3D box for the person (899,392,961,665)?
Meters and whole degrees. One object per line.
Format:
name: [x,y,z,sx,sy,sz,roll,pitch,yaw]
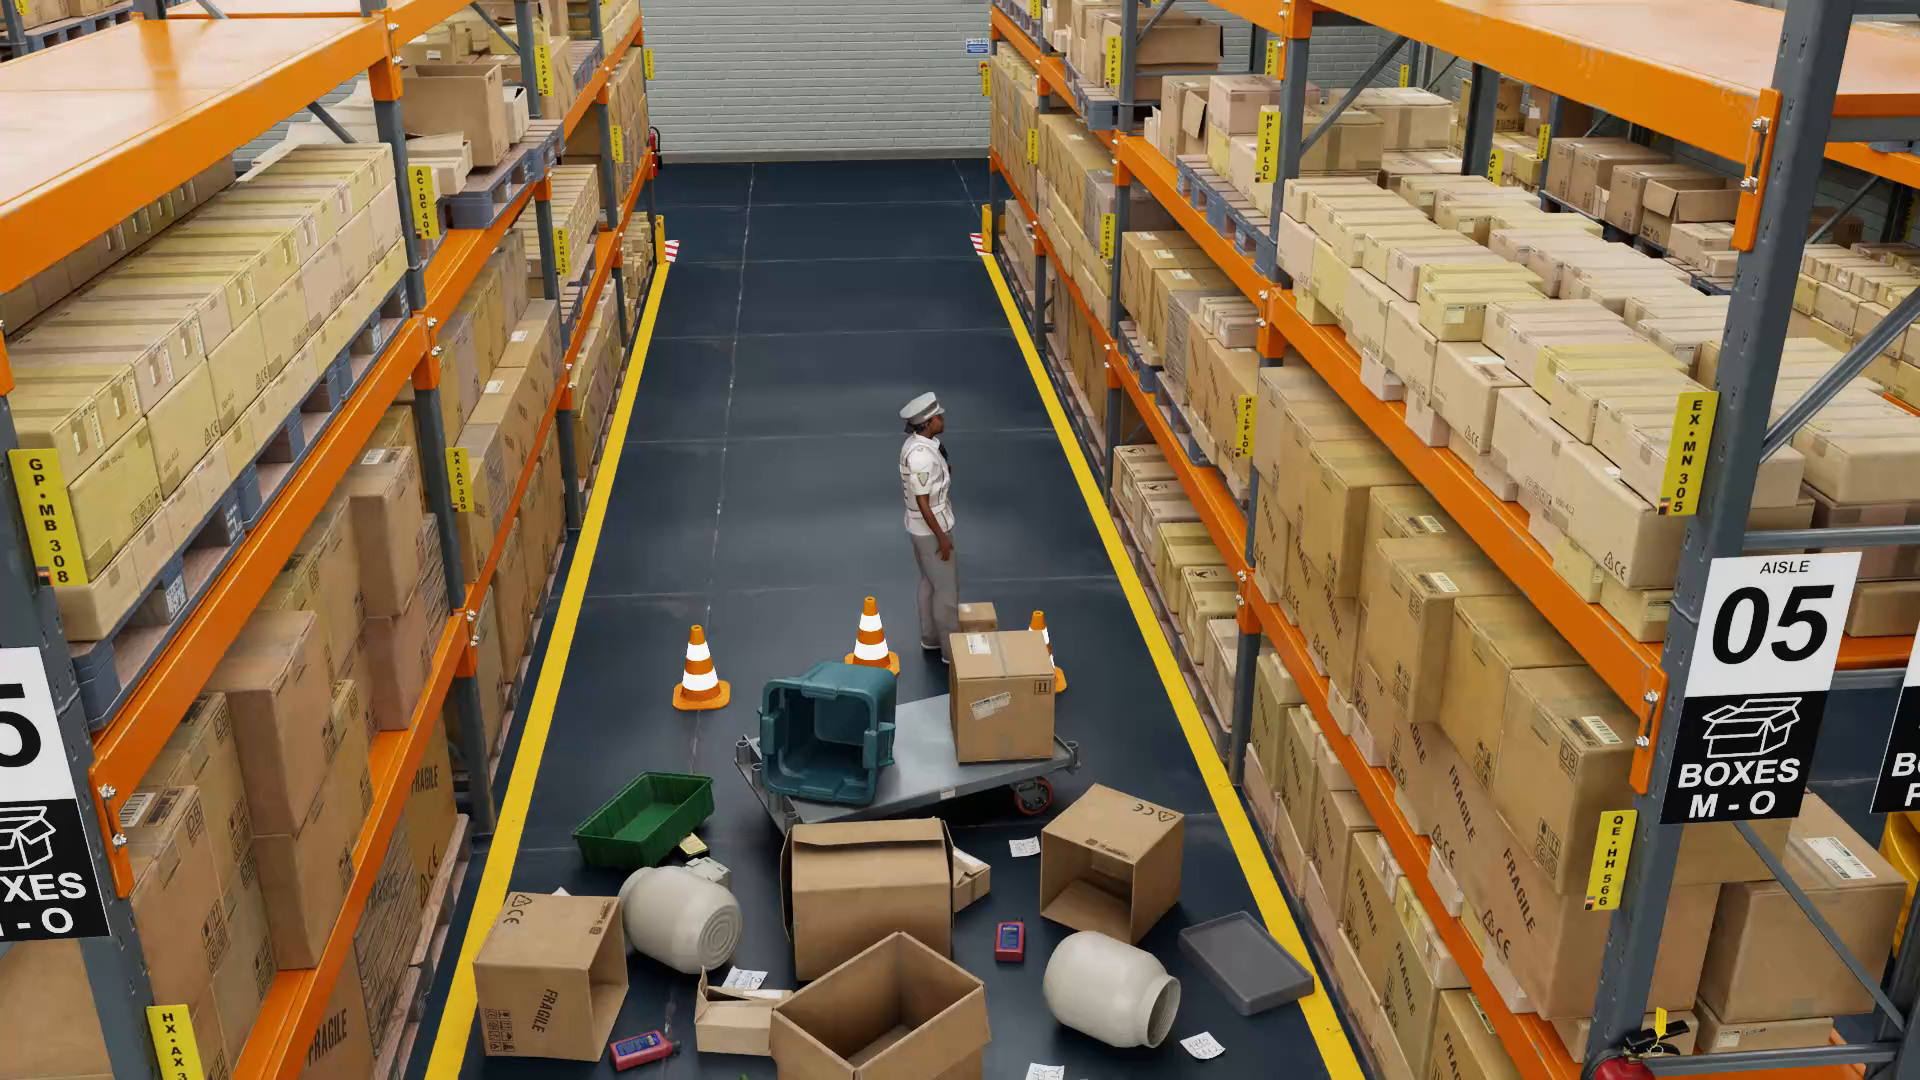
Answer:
person: [-0.103,-0.079,10.216,0.530,1.695,0.569,-2,24,-5]
